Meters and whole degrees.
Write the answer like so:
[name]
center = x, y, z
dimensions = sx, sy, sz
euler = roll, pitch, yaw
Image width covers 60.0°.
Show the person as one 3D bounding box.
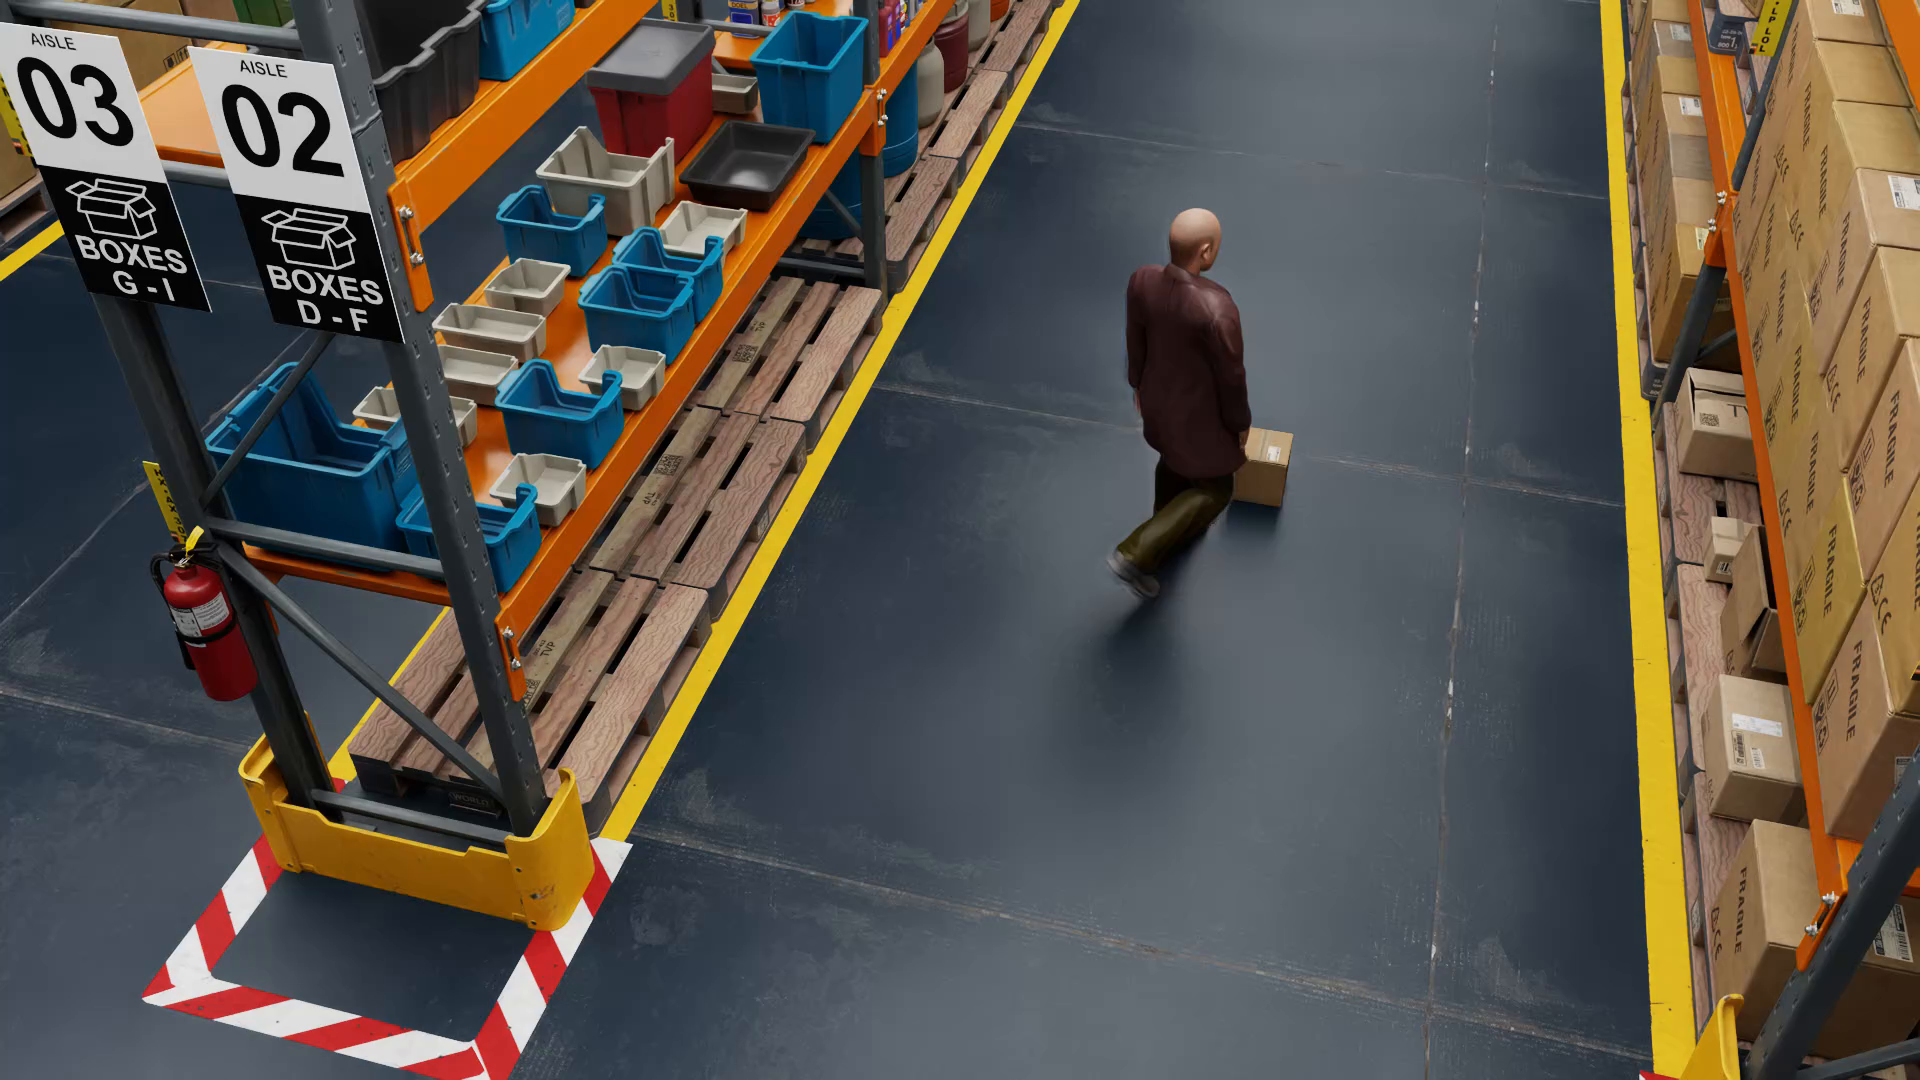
[person]
center = 0.893, -0.540, 6.790
dimensions = 0.838, 1.764, 0.606
euler = -26, 47, -27
